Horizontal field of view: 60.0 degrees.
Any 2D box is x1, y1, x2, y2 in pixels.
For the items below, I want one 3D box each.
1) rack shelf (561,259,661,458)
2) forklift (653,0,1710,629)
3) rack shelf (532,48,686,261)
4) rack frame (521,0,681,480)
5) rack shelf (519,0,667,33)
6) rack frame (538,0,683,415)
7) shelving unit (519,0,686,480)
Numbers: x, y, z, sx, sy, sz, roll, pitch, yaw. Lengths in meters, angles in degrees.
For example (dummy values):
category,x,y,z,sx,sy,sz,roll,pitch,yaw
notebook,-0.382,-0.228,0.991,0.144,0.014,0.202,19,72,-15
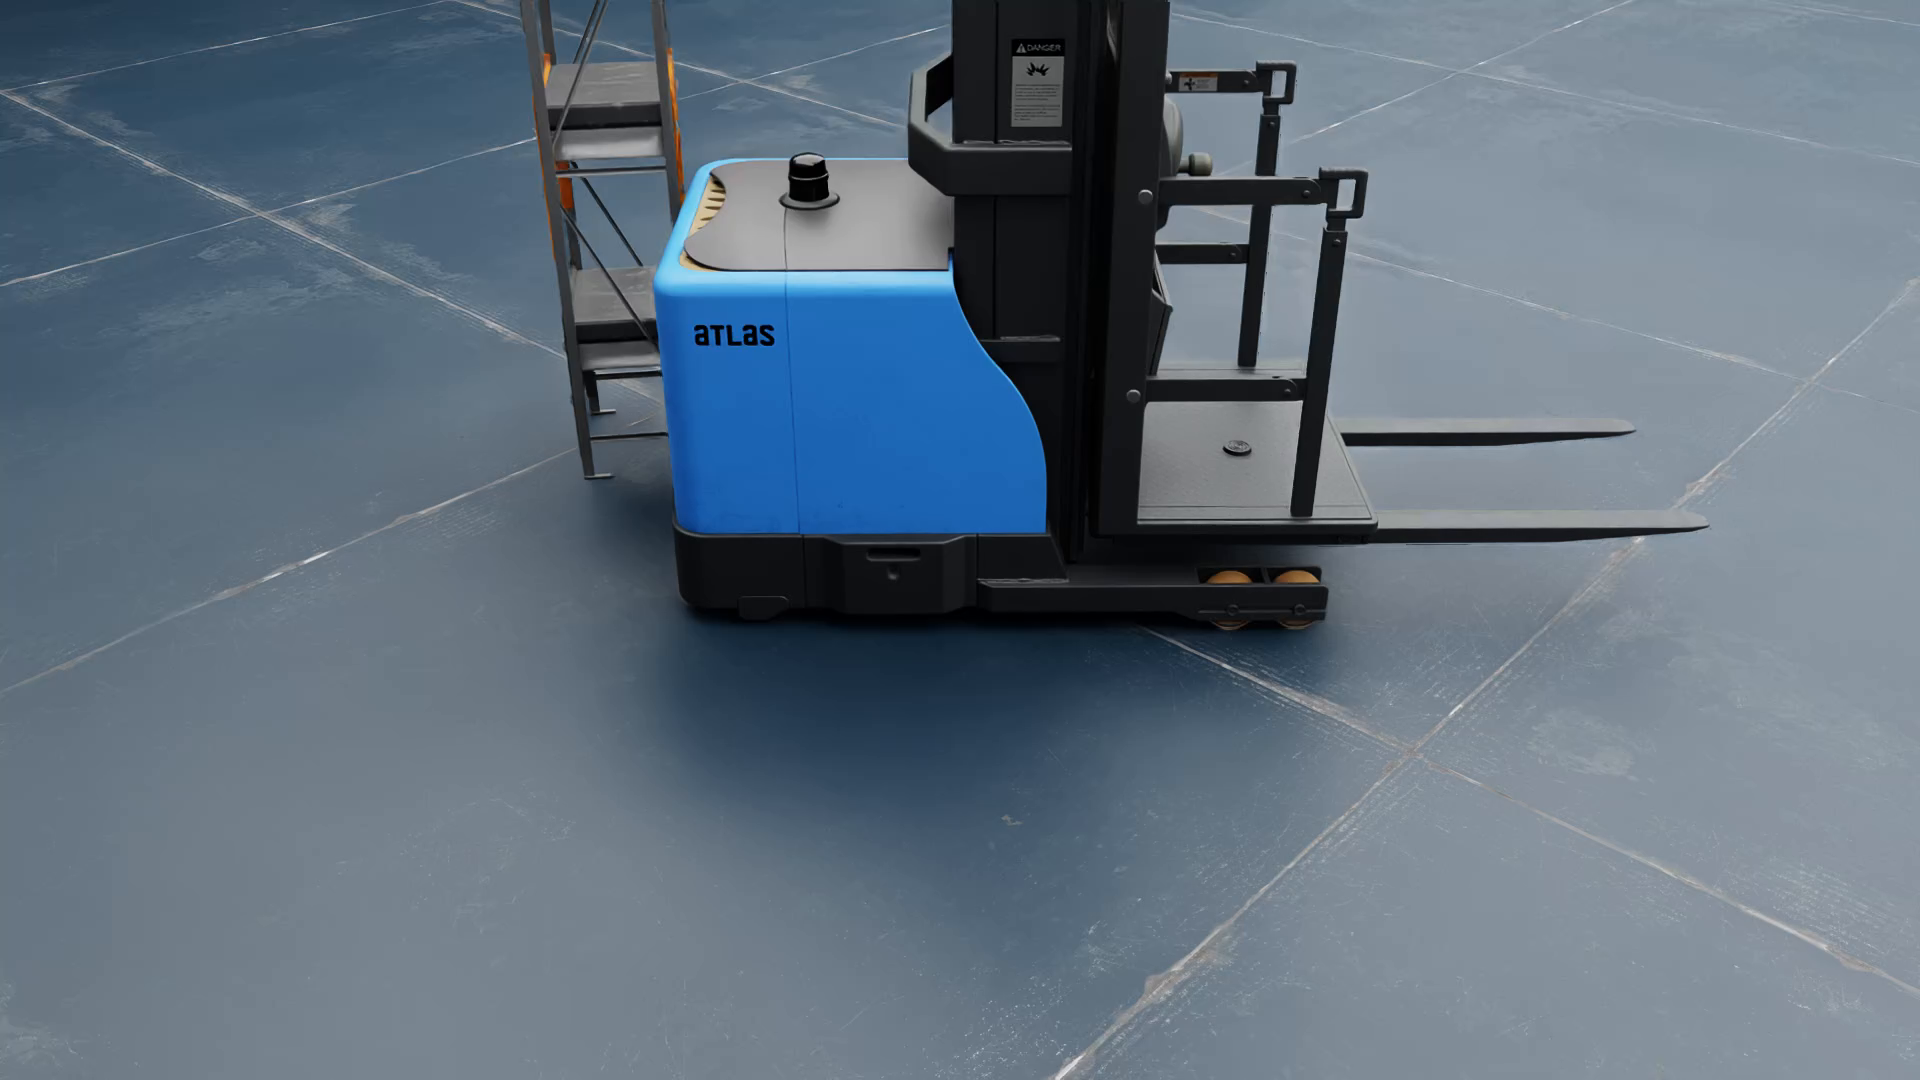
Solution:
category,x,y,z,sx,sy,sz,roll,pitch,yaw
rack shelf,-1.099,-0.632,5.648,0.431,0.518,0.480,-4,31,-7
forklift,0.690,-1.273,4.523,3.031,2.935,1.130,0,31,0
rack shelf,-1.099,-1.232,5.287,0.431,0.518,0.480,-4,31,-7
rack frame,-1.064,-1.119,5.073,0.400,2.100,0.015,-4,31,-7
rack shelf,-1.099,-1.832,4.926,0.431,0.518,0.480,-4,31,-7
rack frame,-1.135,-1.368,5.487,0.400,2.100,0.015,-4,31,-7
shelving unit,-1.099,-1.244,5.280,0.431,2.100,0.503,-4,31,-7
